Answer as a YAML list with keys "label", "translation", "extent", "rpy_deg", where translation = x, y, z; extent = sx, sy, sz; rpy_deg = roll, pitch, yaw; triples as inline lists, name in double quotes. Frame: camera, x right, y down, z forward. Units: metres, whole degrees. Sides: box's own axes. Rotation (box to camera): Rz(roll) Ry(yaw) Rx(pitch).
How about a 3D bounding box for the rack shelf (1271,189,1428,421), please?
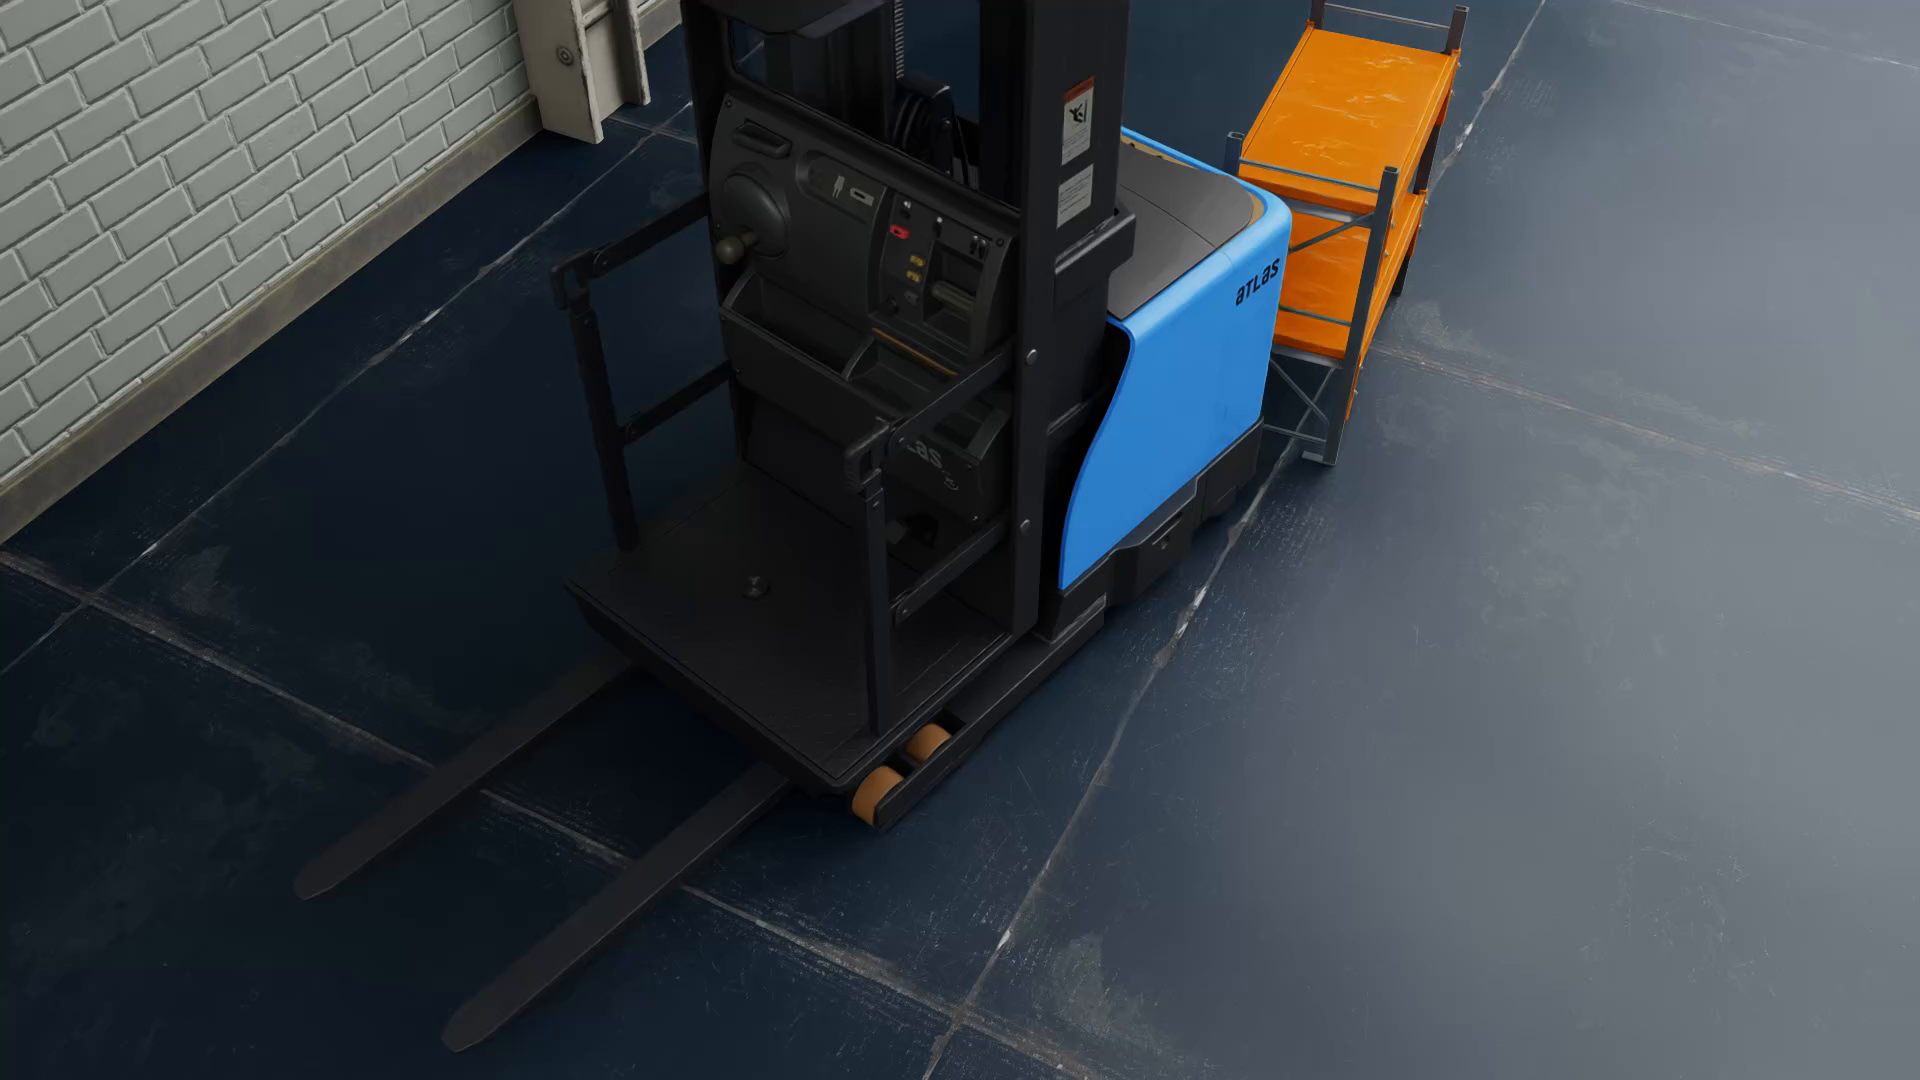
- label: "rack shelf"
  translation: [1.210, -0.878, 5.670]
  extent: [0.538, 0.278, 1.000]
  rpy_deg: [17, 48, 16]

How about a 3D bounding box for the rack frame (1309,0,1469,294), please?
- label: "rack frame"
  translation: [1.408, -1.382, 5.825]
  extent: [0.500, 1.125, 0.032]
  rpy_deg: [17, 48, 16]

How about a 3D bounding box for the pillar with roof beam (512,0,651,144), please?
- label: "pillar with roof beam"
  translation: [2.268, -3.550, 2.432]
  extent: [9.100, 9.000, 0.400]
  rpy_deg: [20, 49, 19]

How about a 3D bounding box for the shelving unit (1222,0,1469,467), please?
- label: "shelving unit"
  translation: [1.210, -1.050, 5.496]
  extent: [0.538, 1.125, 1.048]
  rpy_deg: [17, 48, 16]

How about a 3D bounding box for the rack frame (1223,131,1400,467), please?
- label: "rack frame"
  translation: [1.011, -0.717, 5.167]
  extent: [0.500, 1.125, 0.032]
  rpy_deg: [17, 48, 16]

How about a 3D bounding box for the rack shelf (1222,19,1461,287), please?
- label: "rack shelf"
  translation: [1.210, -1.255, 5.288]
  extent: [0.538, 0.278, 1.000]
  rpy_deg: [17, 48, 16]

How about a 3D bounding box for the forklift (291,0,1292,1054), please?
- label: "forklift"
  translation: [-0.396, -0.668, 3.849]
  extent: [1.130, 2.935, 3.031]
  rpy_deg: [32, 53, 28]
